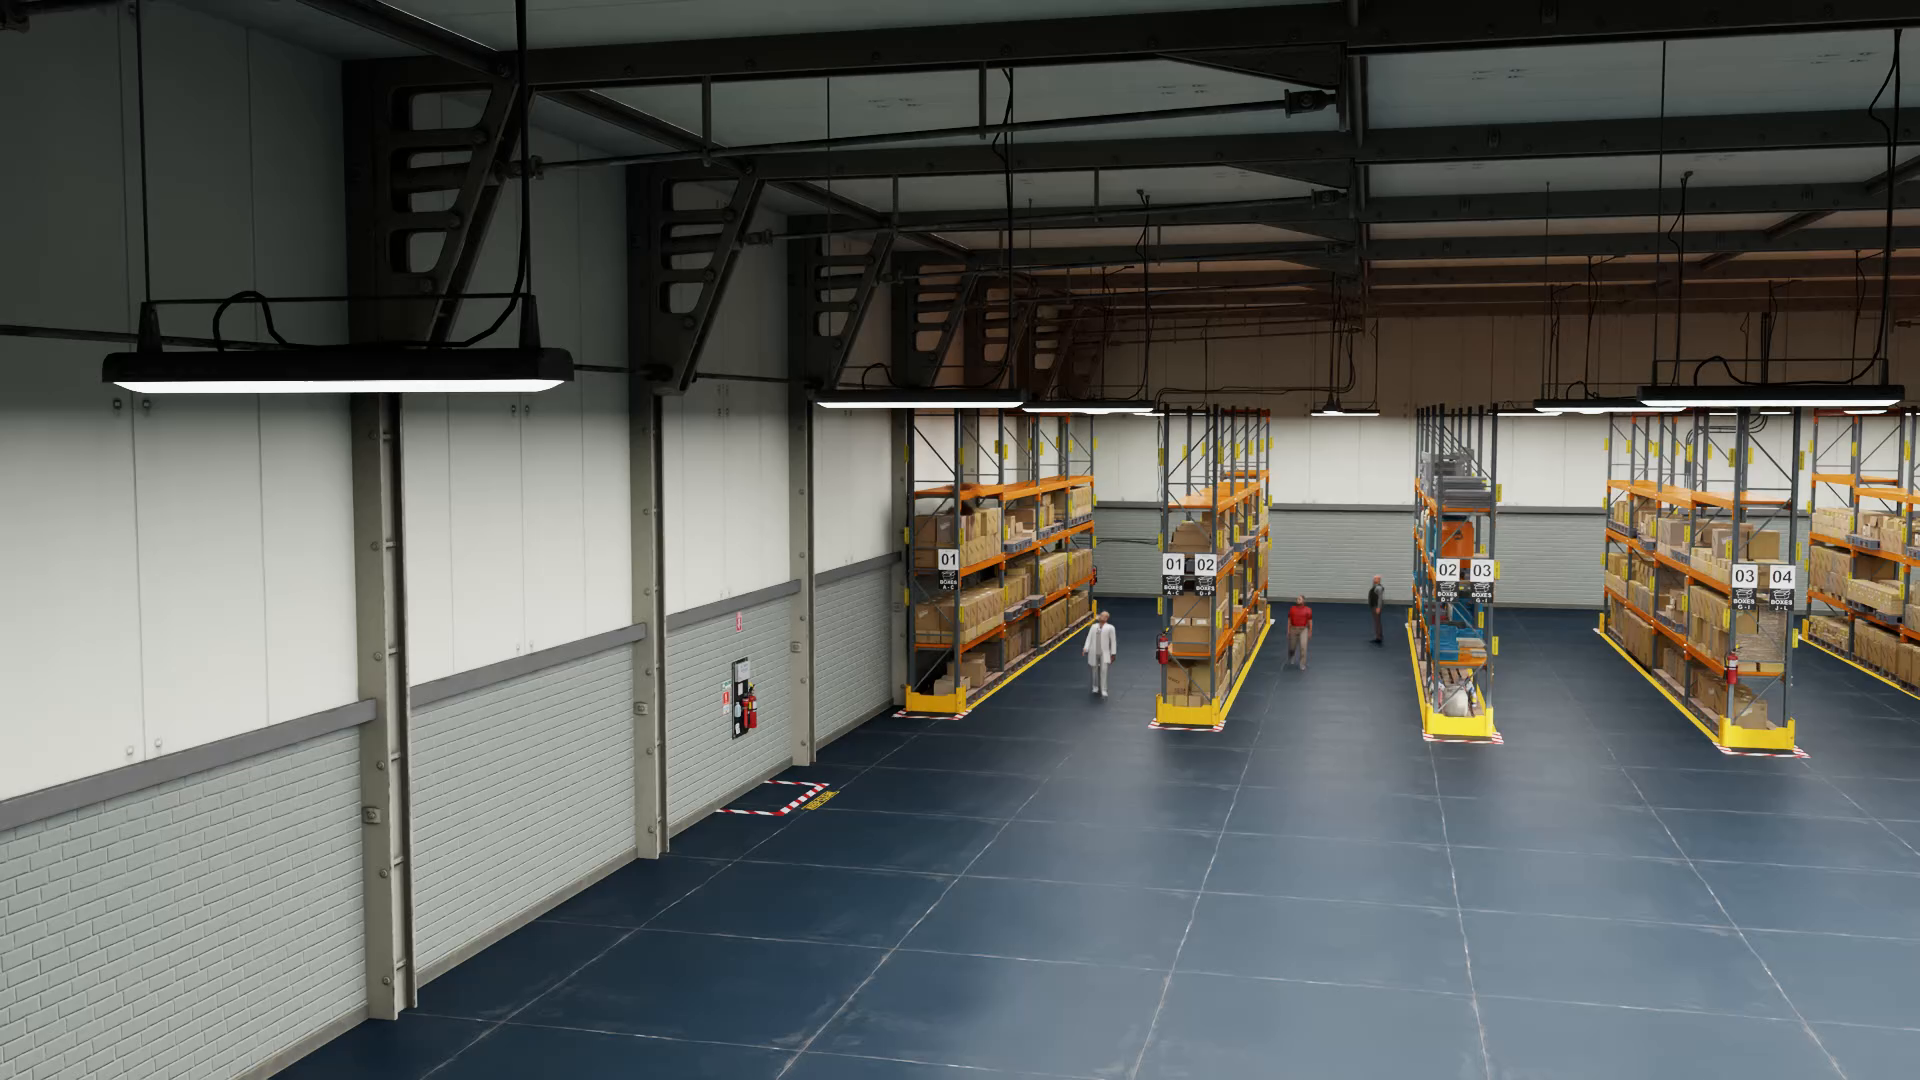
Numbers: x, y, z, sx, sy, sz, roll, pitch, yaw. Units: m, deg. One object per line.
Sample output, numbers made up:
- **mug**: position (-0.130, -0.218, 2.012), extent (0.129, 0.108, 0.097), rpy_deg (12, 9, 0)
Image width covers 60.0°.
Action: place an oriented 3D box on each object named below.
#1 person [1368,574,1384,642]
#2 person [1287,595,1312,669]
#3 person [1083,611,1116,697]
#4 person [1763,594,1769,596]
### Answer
- **person**: position (10.685, 1.747, 42.728), extent (0.381, 1.729, 0.560), rpy_deg (0, 4, 3)
- **person**: position (7.790, 2.094, 38.175), extent (0.575, 1.676, 0.848), rpy_deg (1, 4, 8)
- **person**: position (2.877, 2.339, 34.283), extent (0.695, 1.702, 1.091), rpy_deg (0, 4, 6)
- **person**: position (21.556, 1.588, 44.939), extent (0.701, 1.723, 1.025), rpy_deg (2, 5, 26)
